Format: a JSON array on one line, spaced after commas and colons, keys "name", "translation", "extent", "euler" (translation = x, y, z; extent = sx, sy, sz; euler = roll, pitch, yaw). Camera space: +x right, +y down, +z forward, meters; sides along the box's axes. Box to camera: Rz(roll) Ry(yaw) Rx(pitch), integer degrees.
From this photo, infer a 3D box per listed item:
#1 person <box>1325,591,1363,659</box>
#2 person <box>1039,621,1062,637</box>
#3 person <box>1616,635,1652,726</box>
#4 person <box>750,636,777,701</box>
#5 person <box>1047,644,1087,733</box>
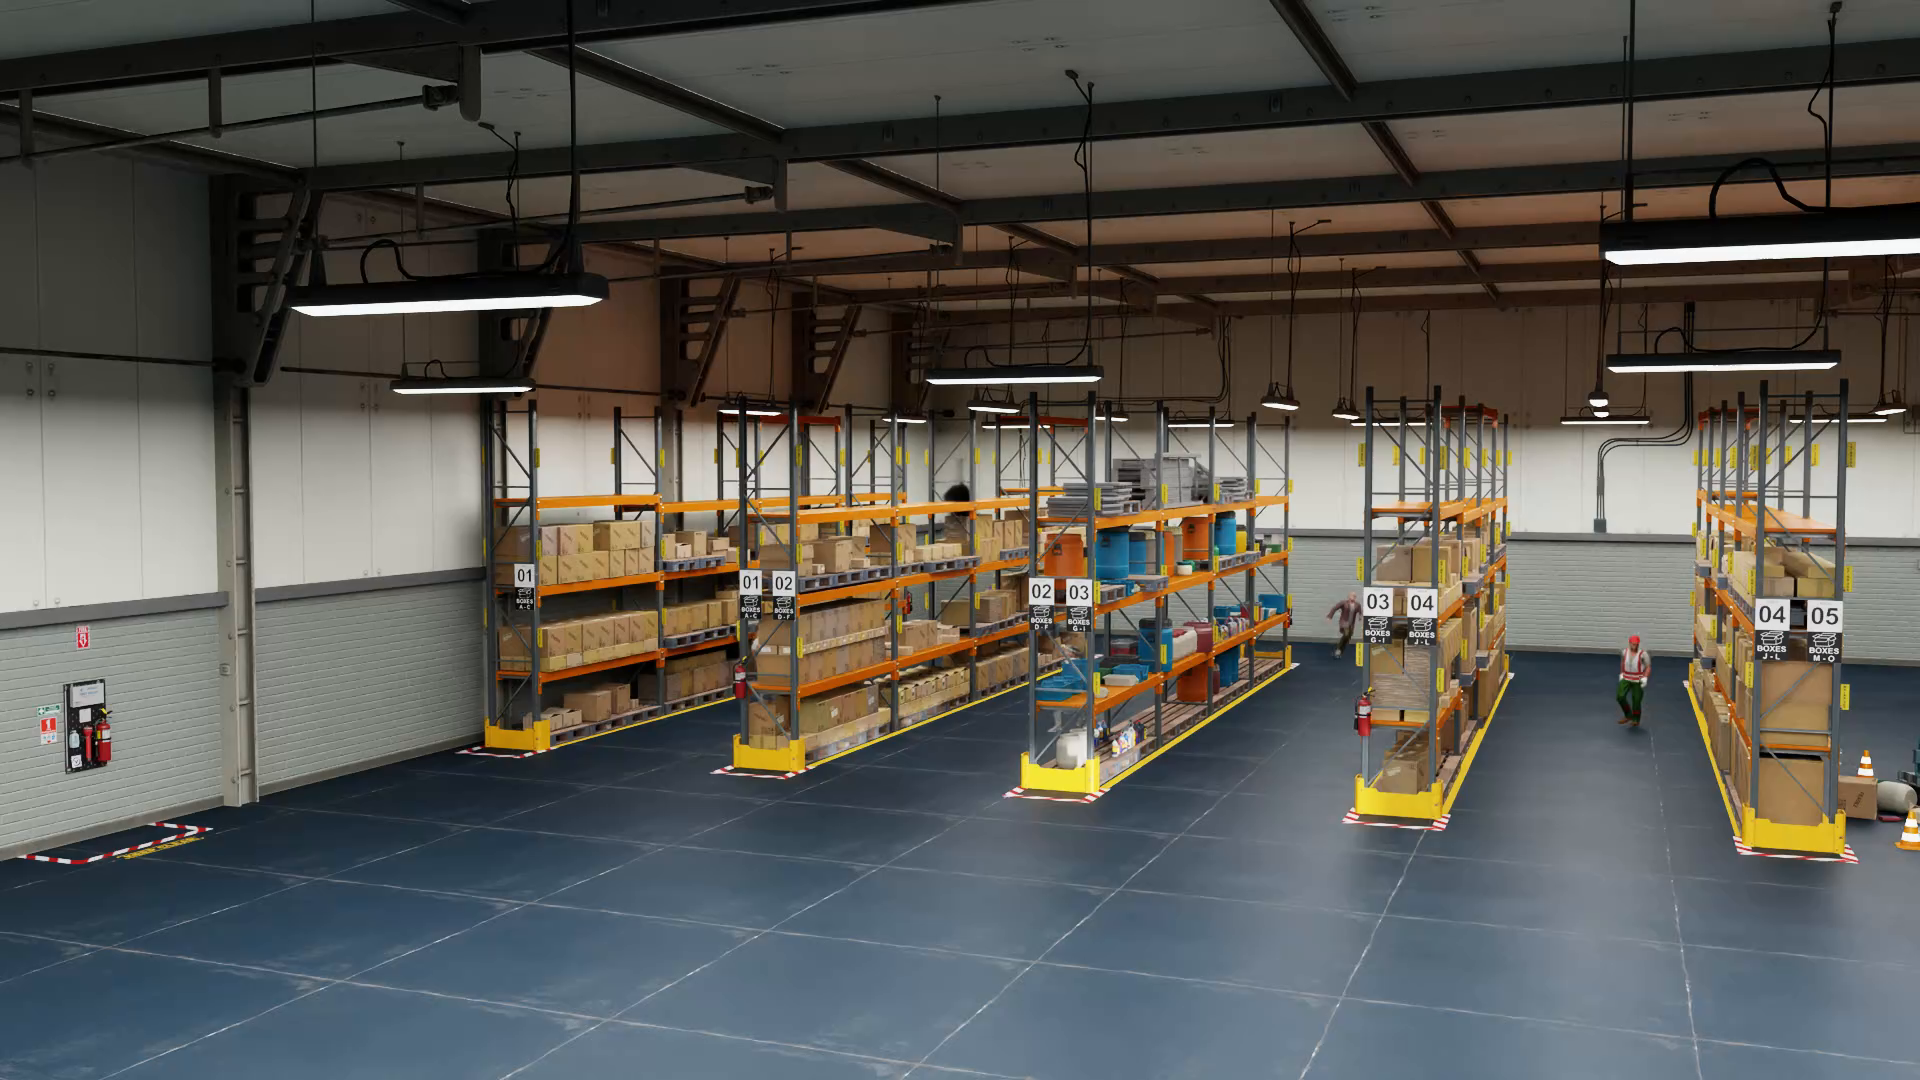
[{"name": "person", "translation": [9.691, 2.127, 41.554], "extent": [0.898, 1.685, 0.750], "euler": [-1, 3, -20]}, {"name": "person", "translation": [2.470, 1.881, 45.090], "extent": [0.683, 1.788, 0.845], "euler": [-2, 4, -41]}, {"name": "person", "translation": [12.466, 2.604, 30.772], "extent": [0.669, 1.725, 0.711], "euler": [2, 4, 40]}, {"name": "person", "translation": [-3.859, 2.522, 33.634], "extent": [0.666, 1.712, 0.815], "euler": [-2, 3, -29]}, {"name": "person", "translation": [1.998, 2.696, 30.194], "extent": [0.696, 1.642, 0.651], "euler": [-2, 3, -28]}]
